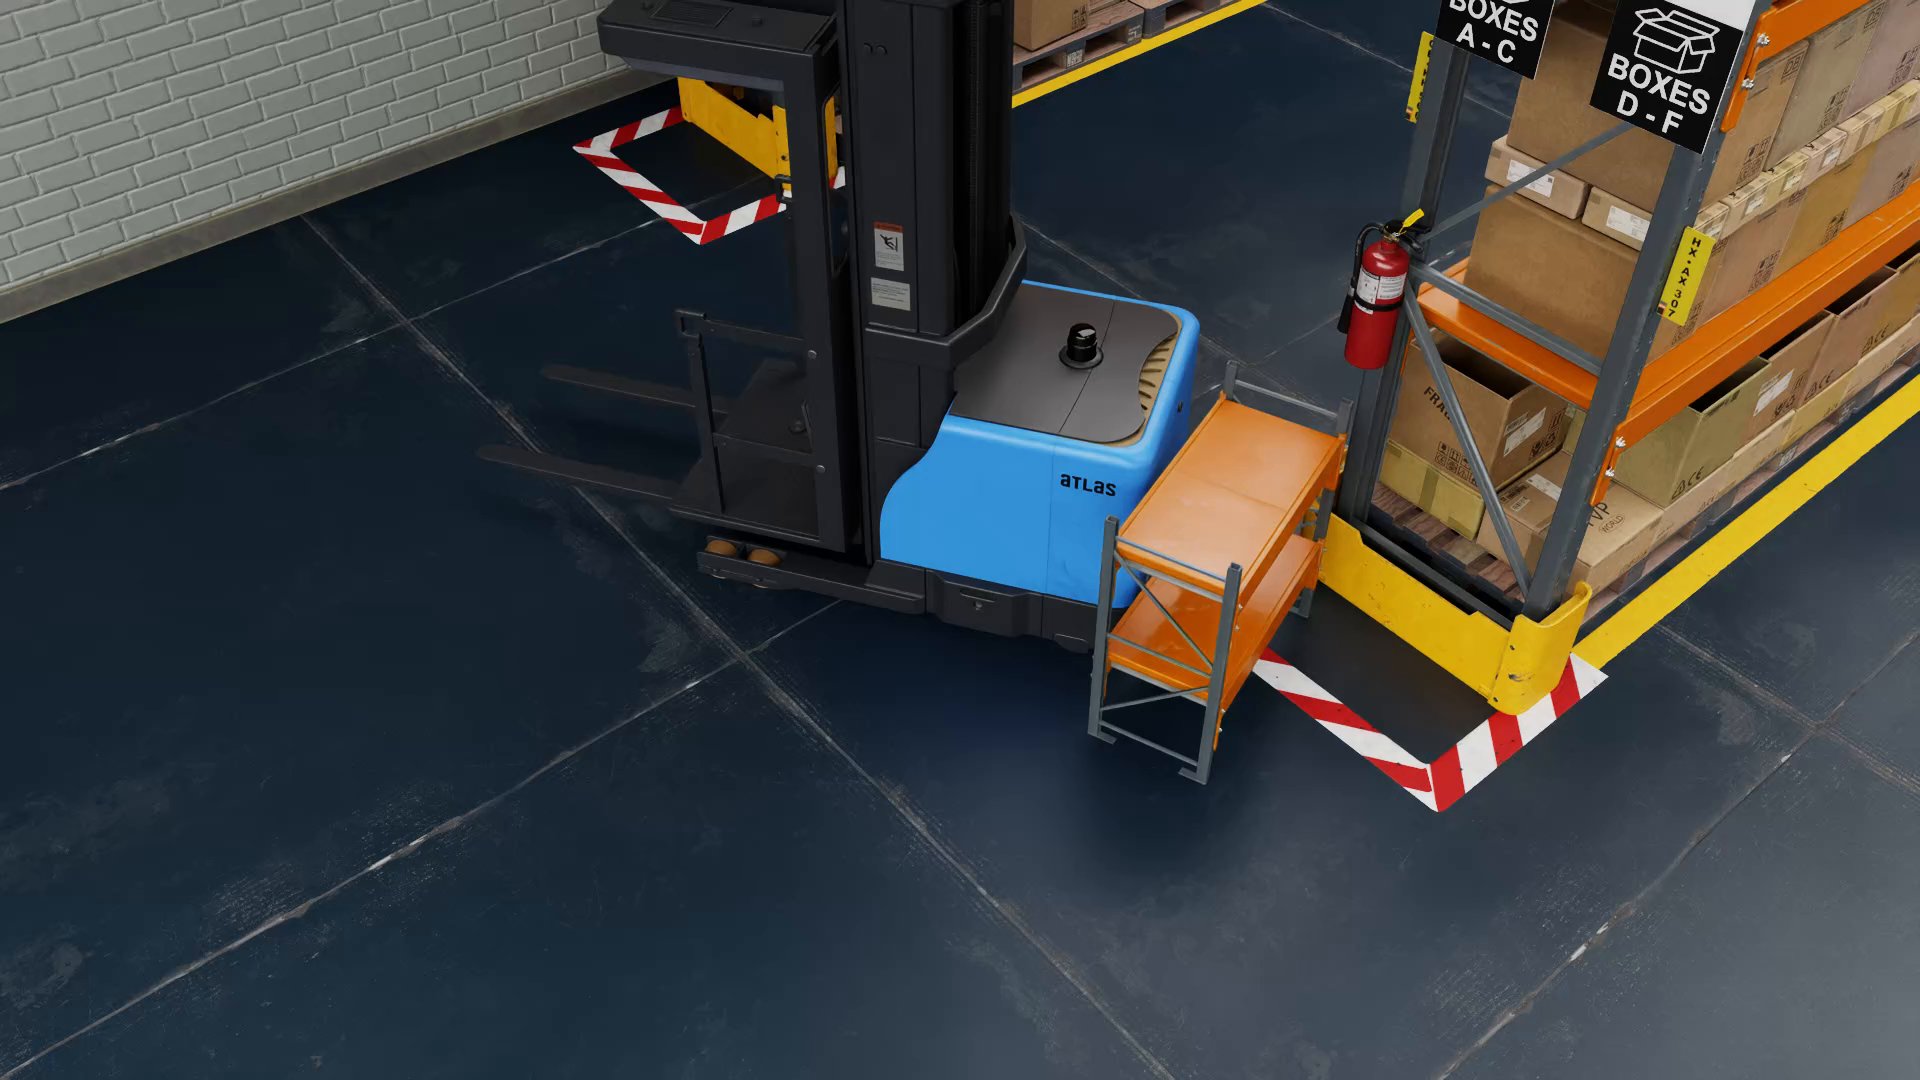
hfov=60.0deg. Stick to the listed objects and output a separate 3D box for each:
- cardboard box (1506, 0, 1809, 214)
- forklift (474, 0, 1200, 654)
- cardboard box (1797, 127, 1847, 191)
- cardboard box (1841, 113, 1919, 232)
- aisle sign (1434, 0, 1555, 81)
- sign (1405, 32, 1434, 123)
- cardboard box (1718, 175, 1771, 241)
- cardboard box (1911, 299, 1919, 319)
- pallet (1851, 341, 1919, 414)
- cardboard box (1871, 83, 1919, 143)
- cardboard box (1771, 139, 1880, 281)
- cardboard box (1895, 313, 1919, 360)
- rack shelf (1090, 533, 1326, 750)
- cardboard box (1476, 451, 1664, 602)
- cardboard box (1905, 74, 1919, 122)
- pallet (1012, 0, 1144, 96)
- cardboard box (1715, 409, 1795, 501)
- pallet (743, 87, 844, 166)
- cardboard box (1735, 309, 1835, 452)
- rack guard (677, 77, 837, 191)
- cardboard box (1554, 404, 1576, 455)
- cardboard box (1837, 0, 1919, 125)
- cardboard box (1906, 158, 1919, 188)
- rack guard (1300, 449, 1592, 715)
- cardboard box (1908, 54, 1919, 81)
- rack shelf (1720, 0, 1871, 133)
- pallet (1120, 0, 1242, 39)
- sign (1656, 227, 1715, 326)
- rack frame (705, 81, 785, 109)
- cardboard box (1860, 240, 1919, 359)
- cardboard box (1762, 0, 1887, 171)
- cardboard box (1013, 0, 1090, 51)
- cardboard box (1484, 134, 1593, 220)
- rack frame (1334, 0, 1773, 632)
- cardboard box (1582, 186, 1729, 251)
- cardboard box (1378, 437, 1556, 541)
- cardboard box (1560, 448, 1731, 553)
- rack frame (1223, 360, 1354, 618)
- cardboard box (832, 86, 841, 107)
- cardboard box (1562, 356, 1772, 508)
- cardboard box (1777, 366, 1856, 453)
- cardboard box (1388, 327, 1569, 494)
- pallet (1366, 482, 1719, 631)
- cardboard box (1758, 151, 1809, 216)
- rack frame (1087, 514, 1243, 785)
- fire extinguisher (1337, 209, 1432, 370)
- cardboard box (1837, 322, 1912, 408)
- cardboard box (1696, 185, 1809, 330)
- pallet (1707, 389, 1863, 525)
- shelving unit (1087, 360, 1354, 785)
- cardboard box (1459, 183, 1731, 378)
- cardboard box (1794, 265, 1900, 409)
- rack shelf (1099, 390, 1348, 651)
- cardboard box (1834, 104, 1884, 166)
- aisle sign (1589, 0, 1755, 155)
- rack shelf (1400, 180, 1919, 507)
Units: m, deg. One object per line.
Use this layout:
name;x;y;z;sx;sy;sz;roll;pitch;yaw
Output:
cardboard box;2.346;-1.511;5.648;0.500;0.500;0.700;-30;51;-28
forklift;-0.600;-1.197;6.383;3.031;2.935;1.130;12;45;13
cardboard box;2.966;-1.449;6.054;0.250;0.149;0.380;-31;51;-28
cardboard box;3.491;-1.697;6.792;0.500;0.500;0.700;-28;50;-27
aisle sign;1.701;-1.853;5.133;0.004;0.787;0.394;-30;51;-28
sign;1.602;-1.580;5.722;0.005;0.325;0.100;-30;51;-28
cardboard box;2.579;-1.230;5.822;0.250;0.149;0.380;-31;51;-29
cardboard box;4.401;-1.430;7.735;0.500;0.500;0.500;-30;51;-28
pallet;4.371;-1.194;8.367;1.213;0.211;1.003;-30;51;-28
cardboard box;3.365;-1.679;6.300;0.250;0.149;0.380;-30;51;-28
cardboard box;3.090;-1.463;6.544;0.500;0.500;0.700;-29;51;-28
cardboard box;4.402;-1.155;7.991;0.500;0.250;0.500;-30;51;-28
rack shelf;0.976;0.297;6.470;0.538;0.278;1.000;22;48;22
cardboard box;2.493;-0.050;6.814;0.500;0.250;0.500;-30;51;-28
cardboard box;3.558;-1.787;6.415;0.250;0.149;0.380;-29;51;-28
pallet;0.398;-3.268;10.576;1.213;0.211;1.003;-30;51;-28
cardboard box;3.258;-0.491;7.283;0.500;0.250;0.500;-30;51;-28
pallet;-0.538;-2.735;10.008;1.213;0.211;1.003;-30;51;-28
cardboard box;3.251;-0.770;7.033;0.500;0.500;0.500;-30;51;-28
rack guard;-1.184;-2.502;9.549;0.348;0.500;1.175;-30;51;-28
cardboard box;2.537;-0.548;7.344;0.500;0.250;0.500;-30;51;-28
cardboard box;3.132;-1.967;6.133;0.500;0.500;0.700;-30;51;-28
cardboard box;3.883;-1.922;7.033;0.500;0.500;0.700;-29;50;-27
rack guard;1.921;0.141;6.734;0.348;0.500;1.175;-30;51;-28
cardboard box;3.516;-2.187;6.367;0.500;0.500;0.700;-30;51;-28
rack shelf;3.473;-2.490;6.045;4.000;0.370;1.077;-30;51;-28
pallet;1.334;-3.807;11.149;1.213;0.211;1.003;-30;51;-28
sign;2.291;-0.831;5.253;0.005;0.325;0.100;-30;51;-28
rack frame;-1.242;-3.380;8.658;0.127;3.000;1.000;-30;51;-28
cardboard box;4.020;-1.208;7.499;0.500;0.500;0.500;-30;51;-28
cardboard box;2.746;-1.745;5.897;0.500;0.500;0.700;-31;51;-29
cardboard box;0.379;-3.432;10.218;0.500;0.500;0.700;-33;52;-30
cardboard box;2.110;-1.321;5.919;0.250;0.149;0.380;-31;51;-28
rack frame;1.939;-0.780;5.890;0.127;3.000;1.000;-30;51;-28
cardboard box;2.378;-1.113;5.697;0.250;0.149;0.380;-30;51;-28
cardboard box;2.161;-0.322;7.103;0.500;0.250;0.500;-30;51;-28
cardboard box;2.875;-0.272;7.050;0.500;0.250;0.500;-30;51;-28
rack frame;1.235;-0.181;6.621;0.500;1.125;0.032;22;48;22
cardboard box;-0.653;-2.817;9.701;0.500;0.311;0.500;33;52;30
cardboard box;2.876;-0.544;6.792;0.500;0.500;0.500;-30;51;-28
cardboard box;3.645;-0.708;7.514;0.500;0.250;0.500;-30;51;-28
cardboard box;2.160;-0.596;6.848;0.500;0.500;0.500;-30;51;-28
pallet;2.499;-0.122;7.226;1.213;0.211;1.003;-30;51;-28
cardboard box;2.771;-1.339;5.938;0.250;0.149;0.380;-30;51;-28
rack frame;0.717;0.418;5.983;0.500;1.125;0.032;22;48;22
fire extinguisher;1.551;-0.944;6.121;0.183;0.674;0.296;-30;51;-28
cardboard box;4.028;-0.928;7.749;0.500;0.250;0.500;-30;51;-28
cardboard box;2.705;-1.248;6.315;0.500;0.500;0.700;-28;50;-27
pallet;3.434;-0.655;7.793;1.213;0.211;1.003;-30;51;-28
shelving unit;0.976;0.118;6.302;0.538;1.125;1.048;22;48;22
cardboard box;2.306;-1.015;6.067;0.500;0.500;0.700;-30;51;-28
cardboard box;3.646;-0.981;7.257;0.500;0.500;0.500;-30;51;-28
rack shelf;0.976;-0.095;6.102;0.538;0.278;1.000;22;48;22
cardboard box;3.169;-1.567;6.180;0.250;0.149;0.380;-32;52;-29
aisle sign;2.085;-1.538;4.798;0.004;0.787;0.394;-30;51;-28
rack shelf;3.473;-1.397;7.072;4.000;0.370;1.077;-30;51;-28
